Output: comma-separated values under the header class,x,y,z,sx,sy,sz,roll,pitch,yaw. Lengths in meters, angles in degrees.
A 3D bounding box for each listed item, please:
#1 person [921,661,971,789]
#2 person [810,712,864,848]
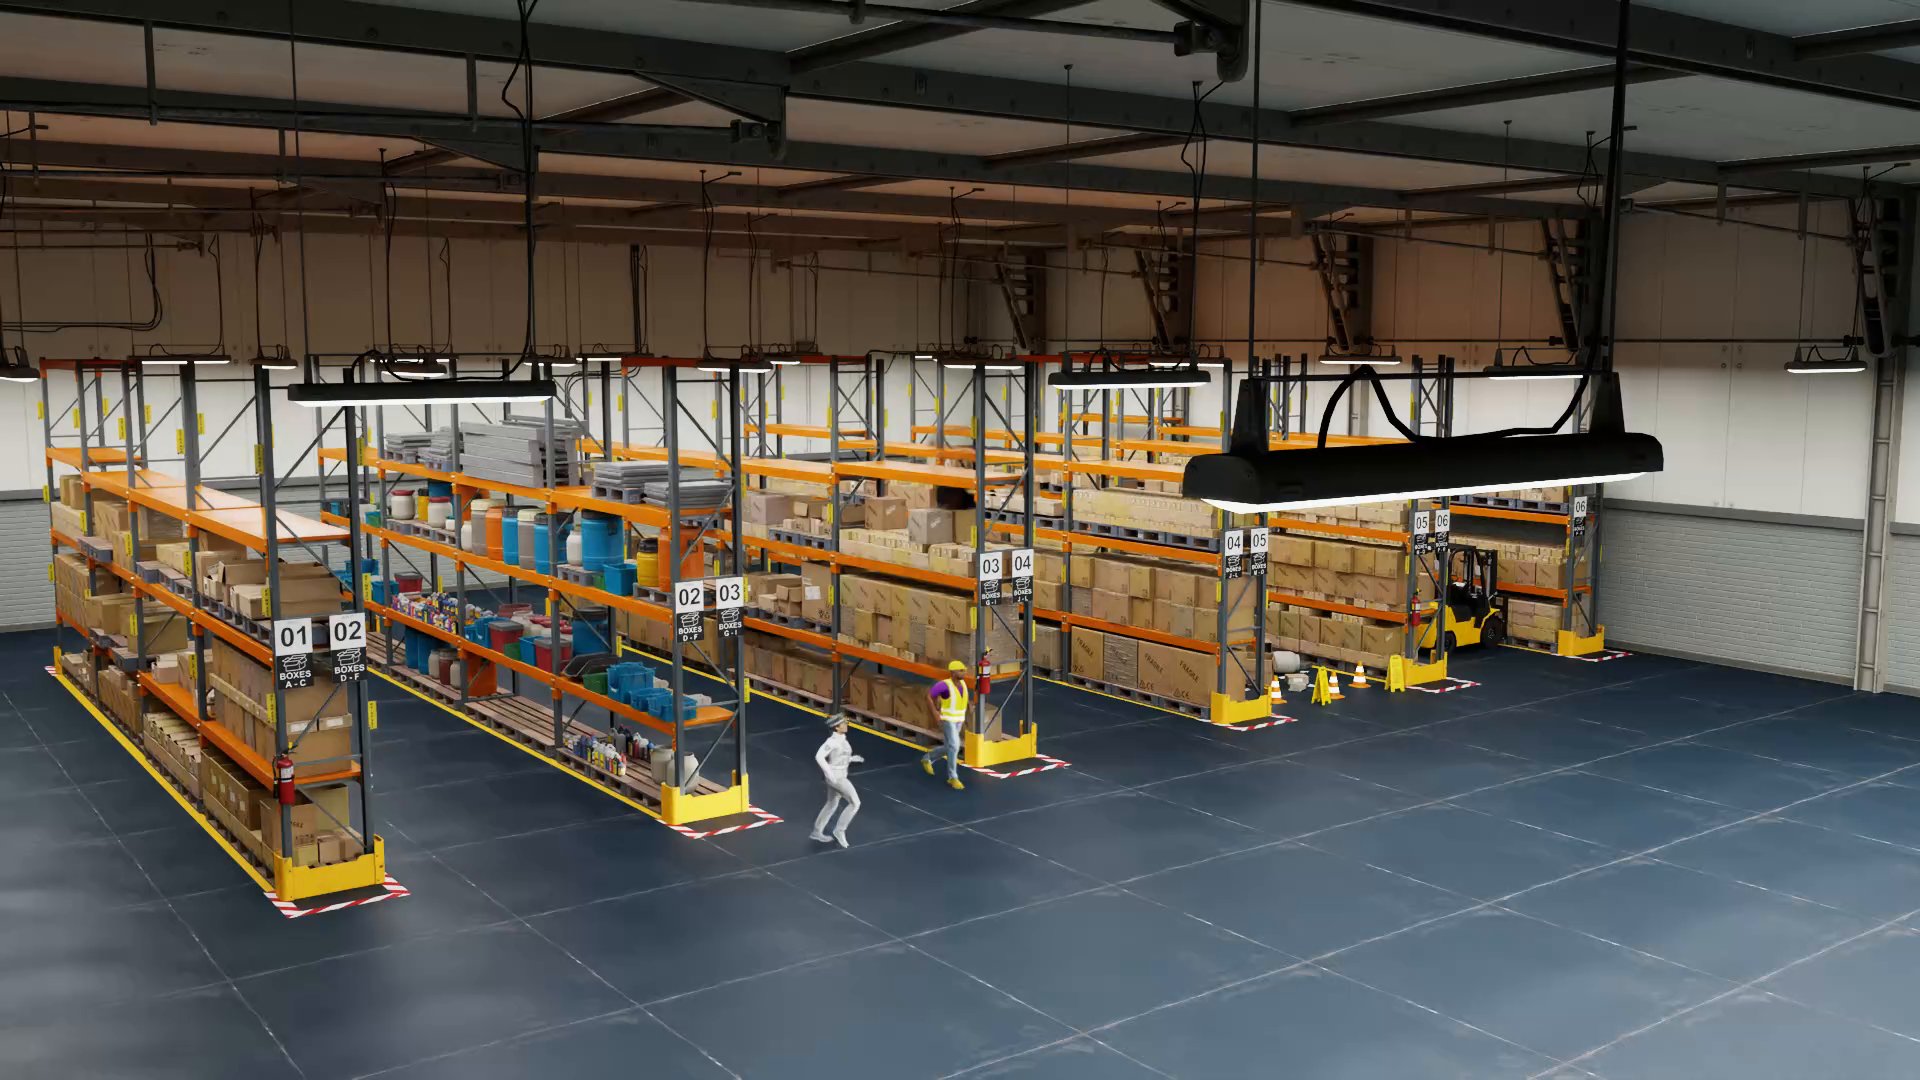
class,x,y,z,sx,sy,sz,roll,pitch,yaw
person,-0.138,2.608,23.950,0.905,1.754,0.734,6,9,39
person,-1.545,2.999,20.864,0.691,1.716,0.588,0,7,-1
